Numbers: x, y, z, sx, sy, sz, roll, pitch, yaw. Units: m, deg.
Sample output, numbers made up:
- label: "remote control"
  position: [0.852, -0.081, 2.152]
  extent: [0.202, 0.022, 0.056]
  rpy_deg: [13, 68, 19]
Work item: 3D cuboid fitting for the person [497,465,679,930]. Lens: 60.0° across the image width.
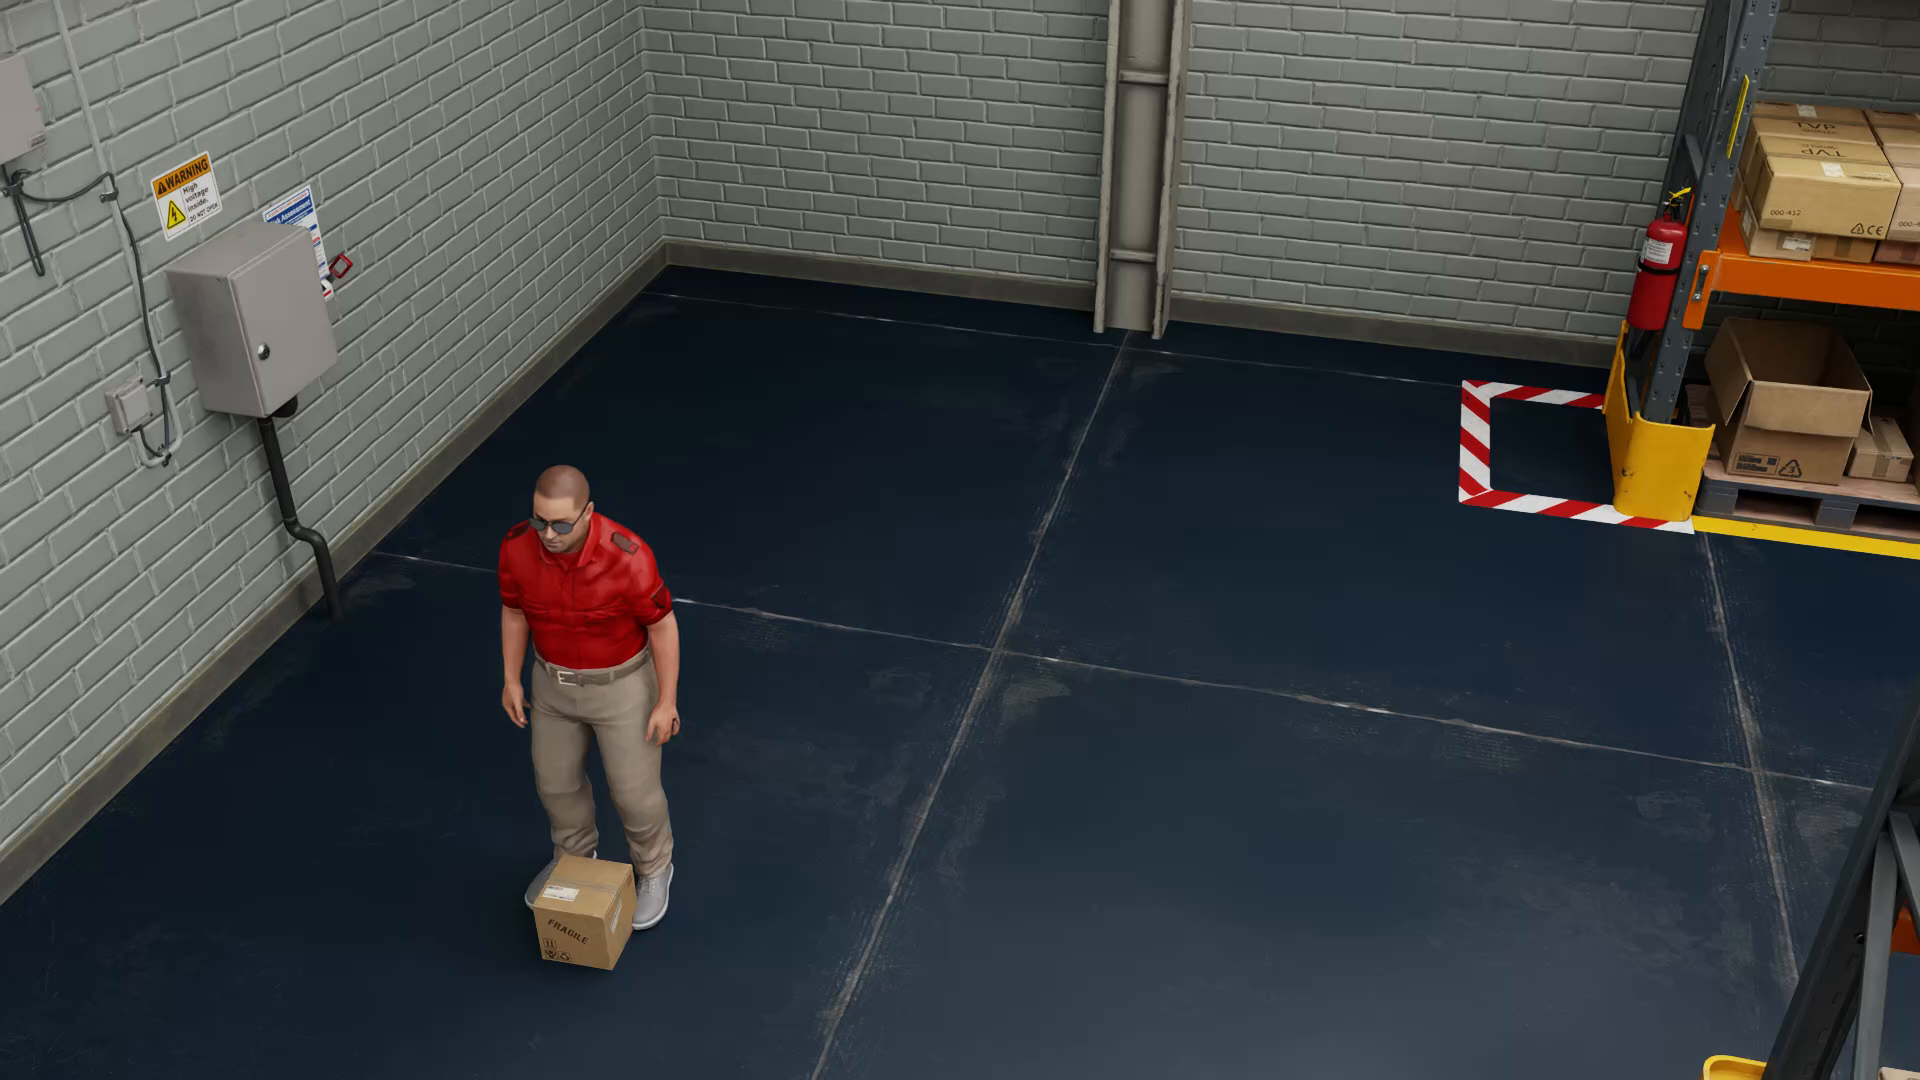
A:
- label: "person"
  position: [-1.192, 0.492, 5.382]
  extent: [0.603, 1.728, 0.393]
  rpy_deg: [7, 33, 10]
